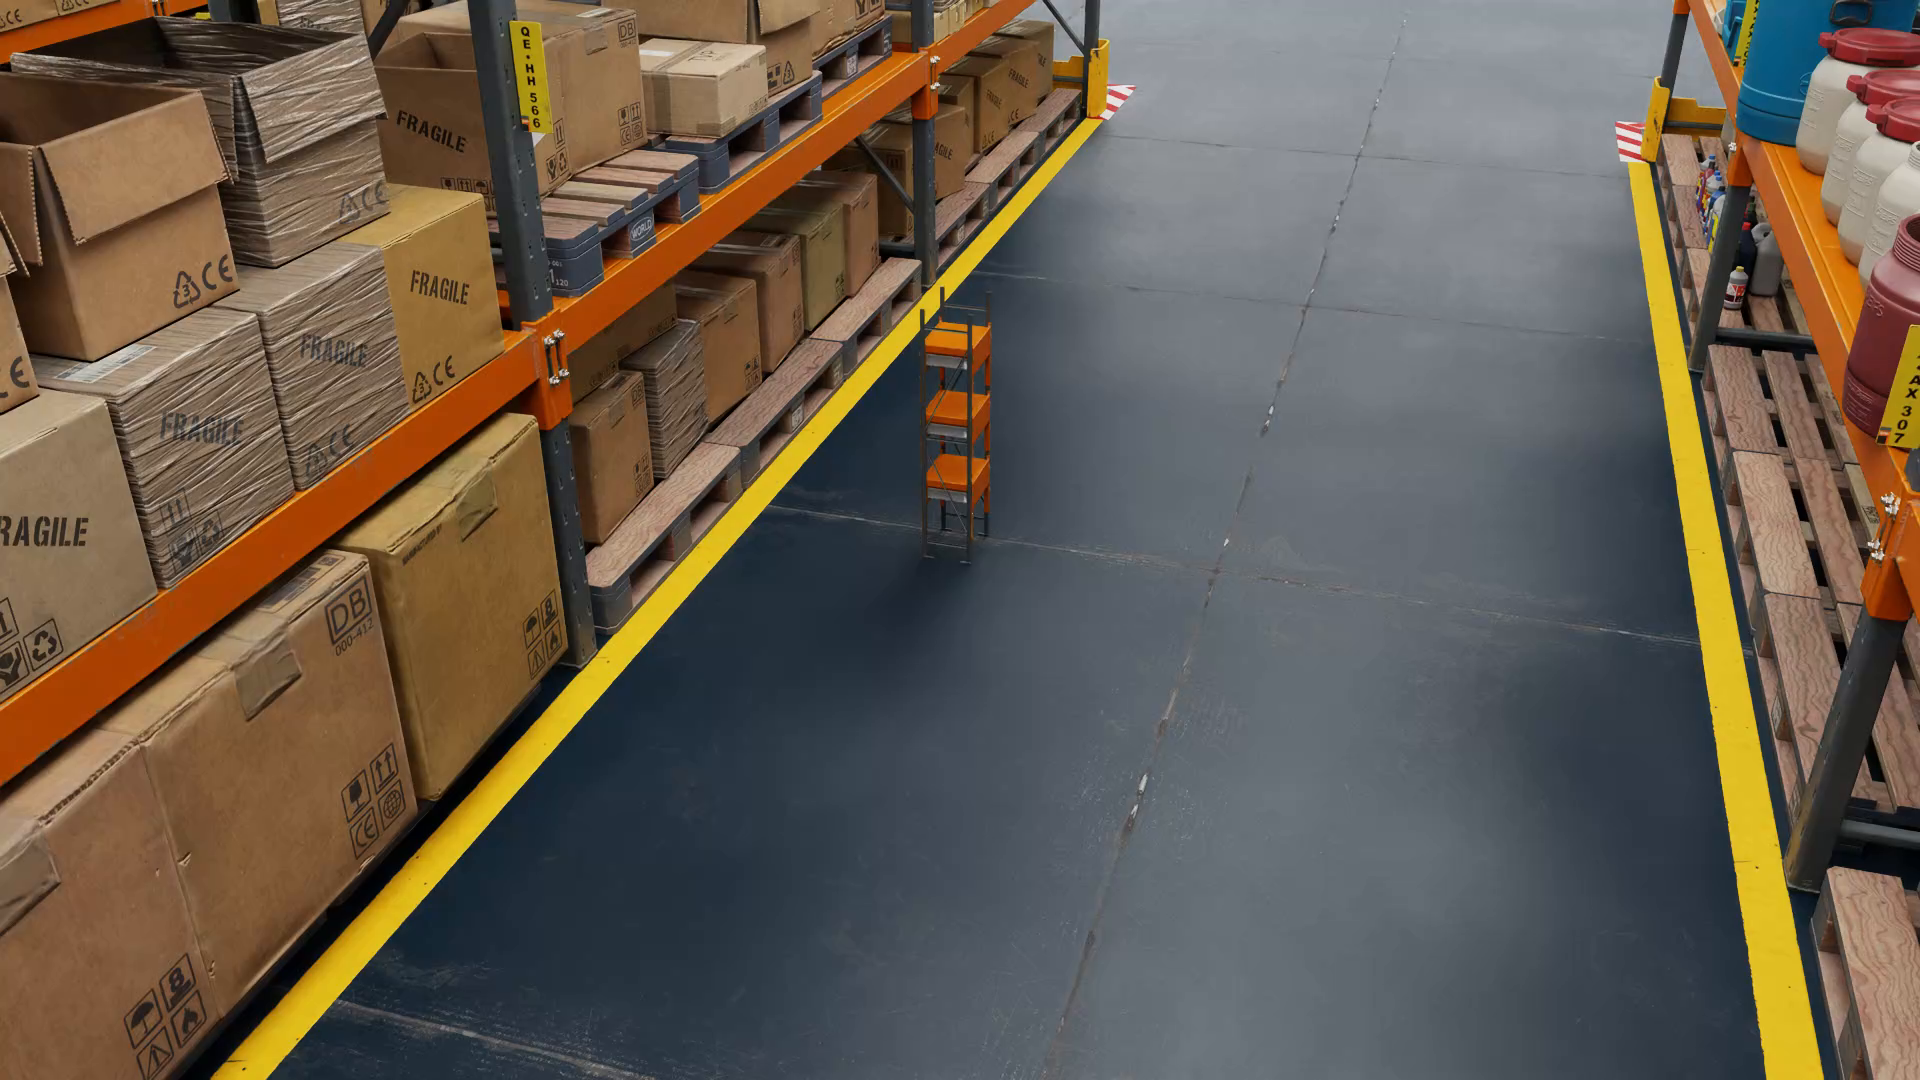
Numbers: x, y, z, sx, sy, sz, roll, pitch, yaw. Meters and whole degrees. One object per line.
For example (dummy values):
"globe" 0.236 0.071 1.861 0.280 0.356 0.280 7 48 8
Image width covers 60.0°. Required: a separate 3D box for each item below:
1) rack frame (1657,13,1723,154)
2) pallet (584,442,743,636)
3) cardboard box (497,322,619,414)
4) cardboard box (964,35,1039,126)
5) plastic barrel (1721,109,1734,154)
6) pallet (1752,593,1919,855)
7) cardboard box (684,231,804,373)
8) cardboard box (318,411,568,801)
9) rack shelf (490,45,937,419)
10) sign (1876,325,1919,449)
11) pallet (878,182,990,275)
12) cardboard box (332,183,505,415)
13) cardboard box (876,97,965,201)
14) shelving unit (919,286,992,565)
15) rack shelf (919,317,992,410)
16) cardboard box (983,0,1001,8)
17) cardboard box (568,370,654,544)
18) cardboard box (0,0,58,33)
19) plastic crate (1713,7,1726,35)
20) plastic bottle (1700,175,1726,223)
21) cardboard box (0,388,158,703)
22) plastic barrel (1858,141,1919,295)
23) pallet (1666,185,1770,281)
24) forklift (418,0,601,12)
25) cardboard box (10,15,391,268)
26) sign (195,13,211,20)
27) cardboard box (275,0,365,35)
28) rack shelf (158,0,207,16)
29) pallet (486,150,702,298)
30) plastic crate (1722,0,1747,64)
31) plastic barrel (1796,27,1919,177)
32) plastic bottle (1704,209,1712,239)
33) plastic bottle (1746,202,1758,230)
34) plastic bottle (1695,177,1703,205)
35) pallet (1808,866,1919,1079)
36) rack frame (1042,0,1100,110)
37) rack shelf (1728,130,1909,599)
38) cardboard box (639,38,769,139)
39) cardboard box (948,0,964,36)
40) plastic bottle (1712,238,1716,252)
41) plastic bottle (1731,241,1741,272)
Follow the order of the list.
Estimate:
"rack frame" 5.279 -3.955 10.773 1.000 3.000 0.127 8 30 15
"pallet" -1.573 -0.088 6.691 1.003 0.211 1.213 8 30 15
"cardboard box" -1.636 -0.687 6.246 0.500 0.250 0.500 10 31 17
"cardboard box" 0.202 -3.182 11.524 0.500 0.500 0.500 17 33 28
"plastic barrel" 5.159 -2.734 10.707 0.421 0.512 0.421 0 29 0
"pallet" 3.195 0.627 5.405 1.003 0.211 1.213 8 30 15
"cardboard box" -1.153 -1.141 7.834 0.700 0.500 0.500 6 30 11
"cardboard box" -2.027 0.119 5.204 1.225 0.875 0.875 7 30 13
"rack shelf" -1.217 -1.559 7.206 1.077 0.370 4.000 8 30 15
"sign" 2.403 -0.383 4.186 0.100 0.325 0.005 8 30 15
"pallet" -0.467 -1.901 9.950 1.003 0.211 1.213 8 30 15
"cardboard box" -1.712 -0.723 4.860 0.500 0.500 0.500 9 30 16
"cardboard box" -0.314 -2.341 10.012 0.500 0.500 0.500 19 34 30
"shelving unit" -0.016 -0.434 6.450 0.215 1.050 0.252 8 30 15
"rack shelf" -0.016 -0.673 6.317 0.215 0.259 0.240 8 30 15
"cardboard box" 0.030 -3.212 9.697 0.380 0.149 0.250 8 30 15
"cardboard box" -1.627 -0.358 6.426 0.700 0.500 0.500 7 30 12
"cardboard box" -5.388 -3.085 9.108 0.500 0.500 0.500 8 30 14
"plastic crate" 4.339 -2.771 8.917 0.530 0.136 0.437 8 30 15
"plastic bottle" 4.319 -1.951 9.525 0.097 0.271 0.097 0 29 0
"cardboard box" -2.164 -0.014 3.586 0.500 0.500 0.500 9 30 16
"plastic barrel" 3.152 -0.990 5.329 0.421 0.512 0.421 0 29 0
"pallet" 4.698 -1.752 9.682 1.003 0.211 1.213 8 30 15
"forklift" -2.304 -2.556 8.329 1.130 2.935 3.031 6 30 11
"cardboard box" -2.034 -1.088 4.486 0.797 0.503 0.637 10 30 17
"sign" -2.326 -1.488 5.230 0.100 0.325 0.005 8 30 15
"cardboard box" -4.829 -3.514 11.735 0.875 0.875 0.875 9 30 15
"rack shelf" -4.755 -4.172 11.904 1.077 0.370 4.000 8 30 15
"pallet" -1.697 -1.206 6.030 1.213 0.211 1.003 8 30 15
"plastic crate" 4.170 -2.584 8.462 0.499 0.251 0.616 8 30 15
"plastic barrel" 3.614 -1.742 6.656 0.433 0.535 0.433 0 29 0
"plastic bottle" 4.229 -1.779 9.287 0.097 0.201 0.097 0 29 0
"plastic bottle" 4.275 -1.678 9.022 0.061 0.283 0.133 8 30 15
"plastic bottle" 4.418 -2.078 9.825 0.097 0.201 0.097 0 29 0
"pallet" 2.739 1.354 4.099 1.003 0.211 1.213 8 30 15
"rack frame" 0.544 -4.661 12.044 1.000 3.000 0.127 8 30 15
"rack shelf" 3.518 -0.852 5.936 1.077 0.370 4.000 8 30 15
"cardboard box" -1.092 -1.808 6.636 0.500 0.250 0.500 8 30 13
"cardboard box" -0.194 -2.864 9.071 0.380 0.149 0.250 8 30 15
"plastic bottle" 4.083 -1.612 8.904 0.061 0.283 0.133 11 31 18
"plastic bottle" 3.931 -1.372 8.472 0.061 0.283 0.133 10 31 17
